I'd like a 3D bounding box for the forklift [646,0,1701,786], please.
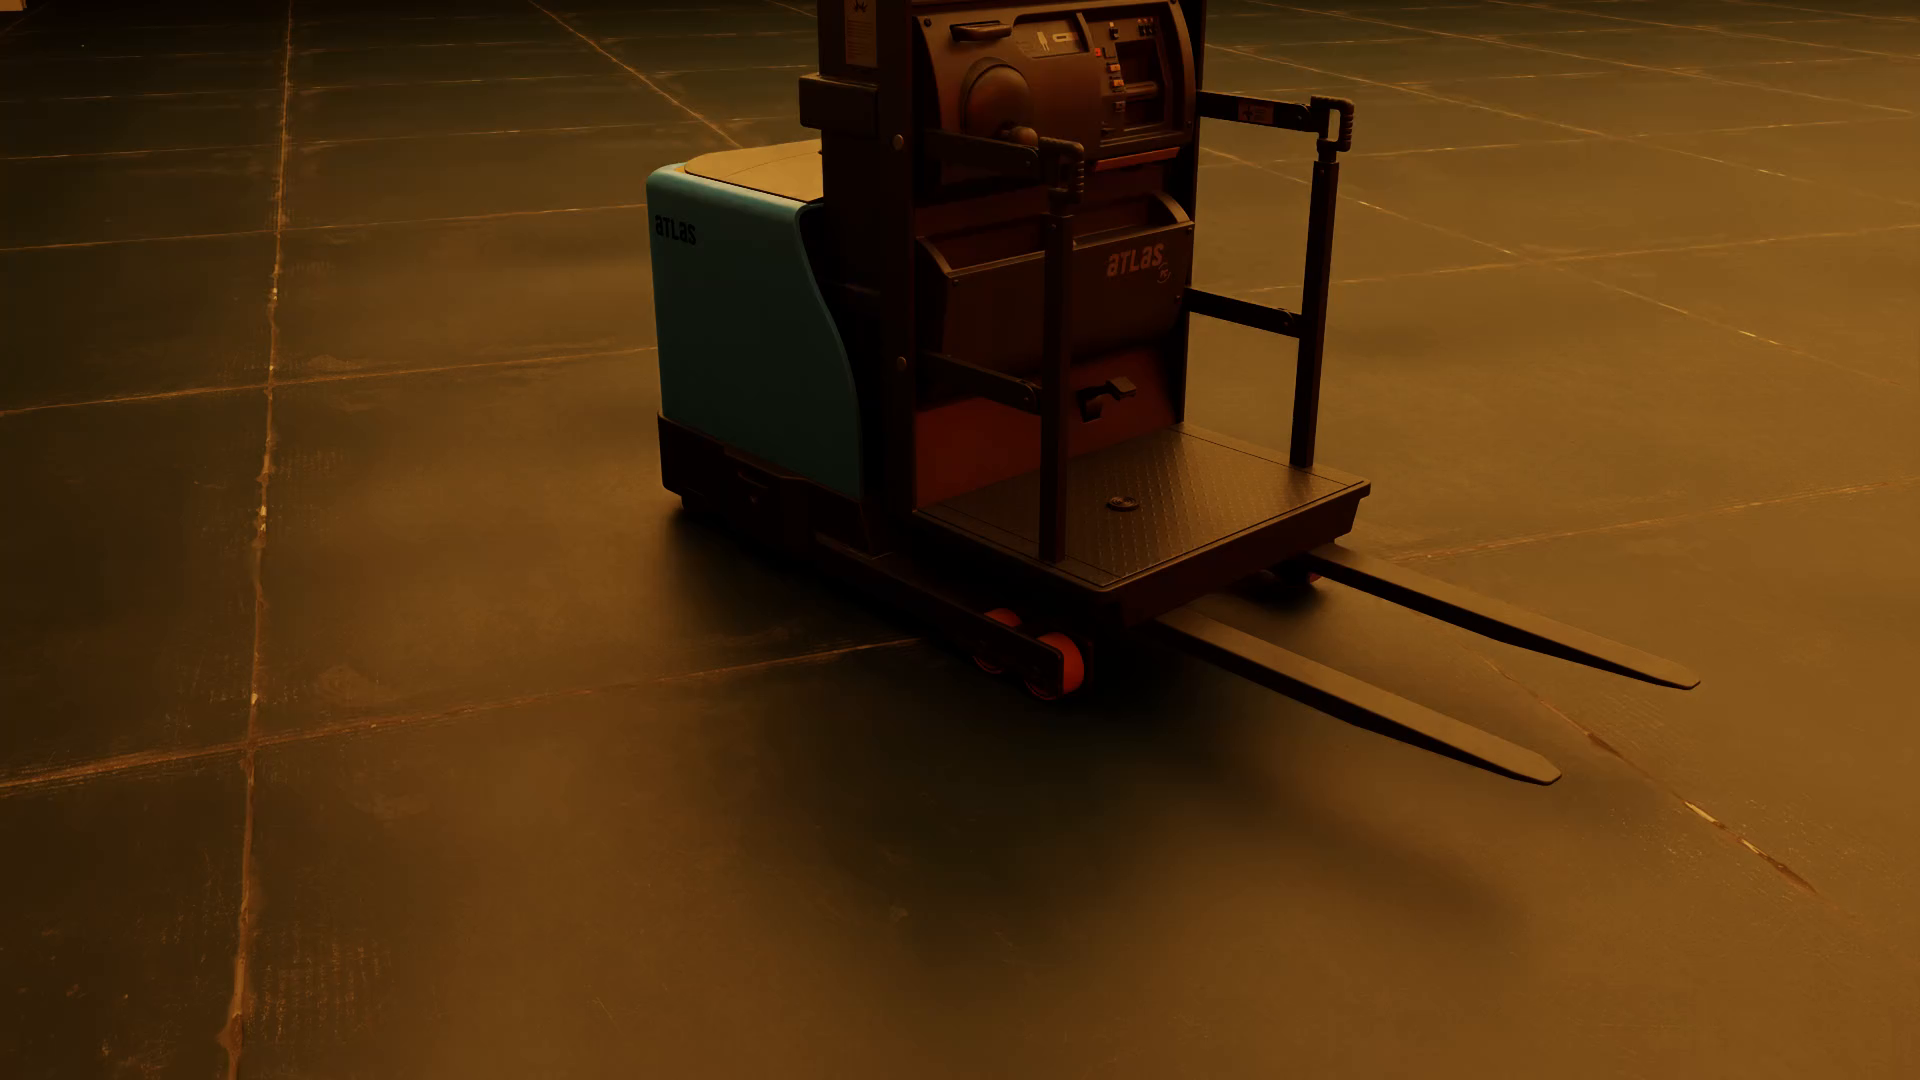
[{"bbox_3d":[0.409,-1.176,4.096,1.130,2.935,3.031,-19,30,-38],"label":"forklift"}]
